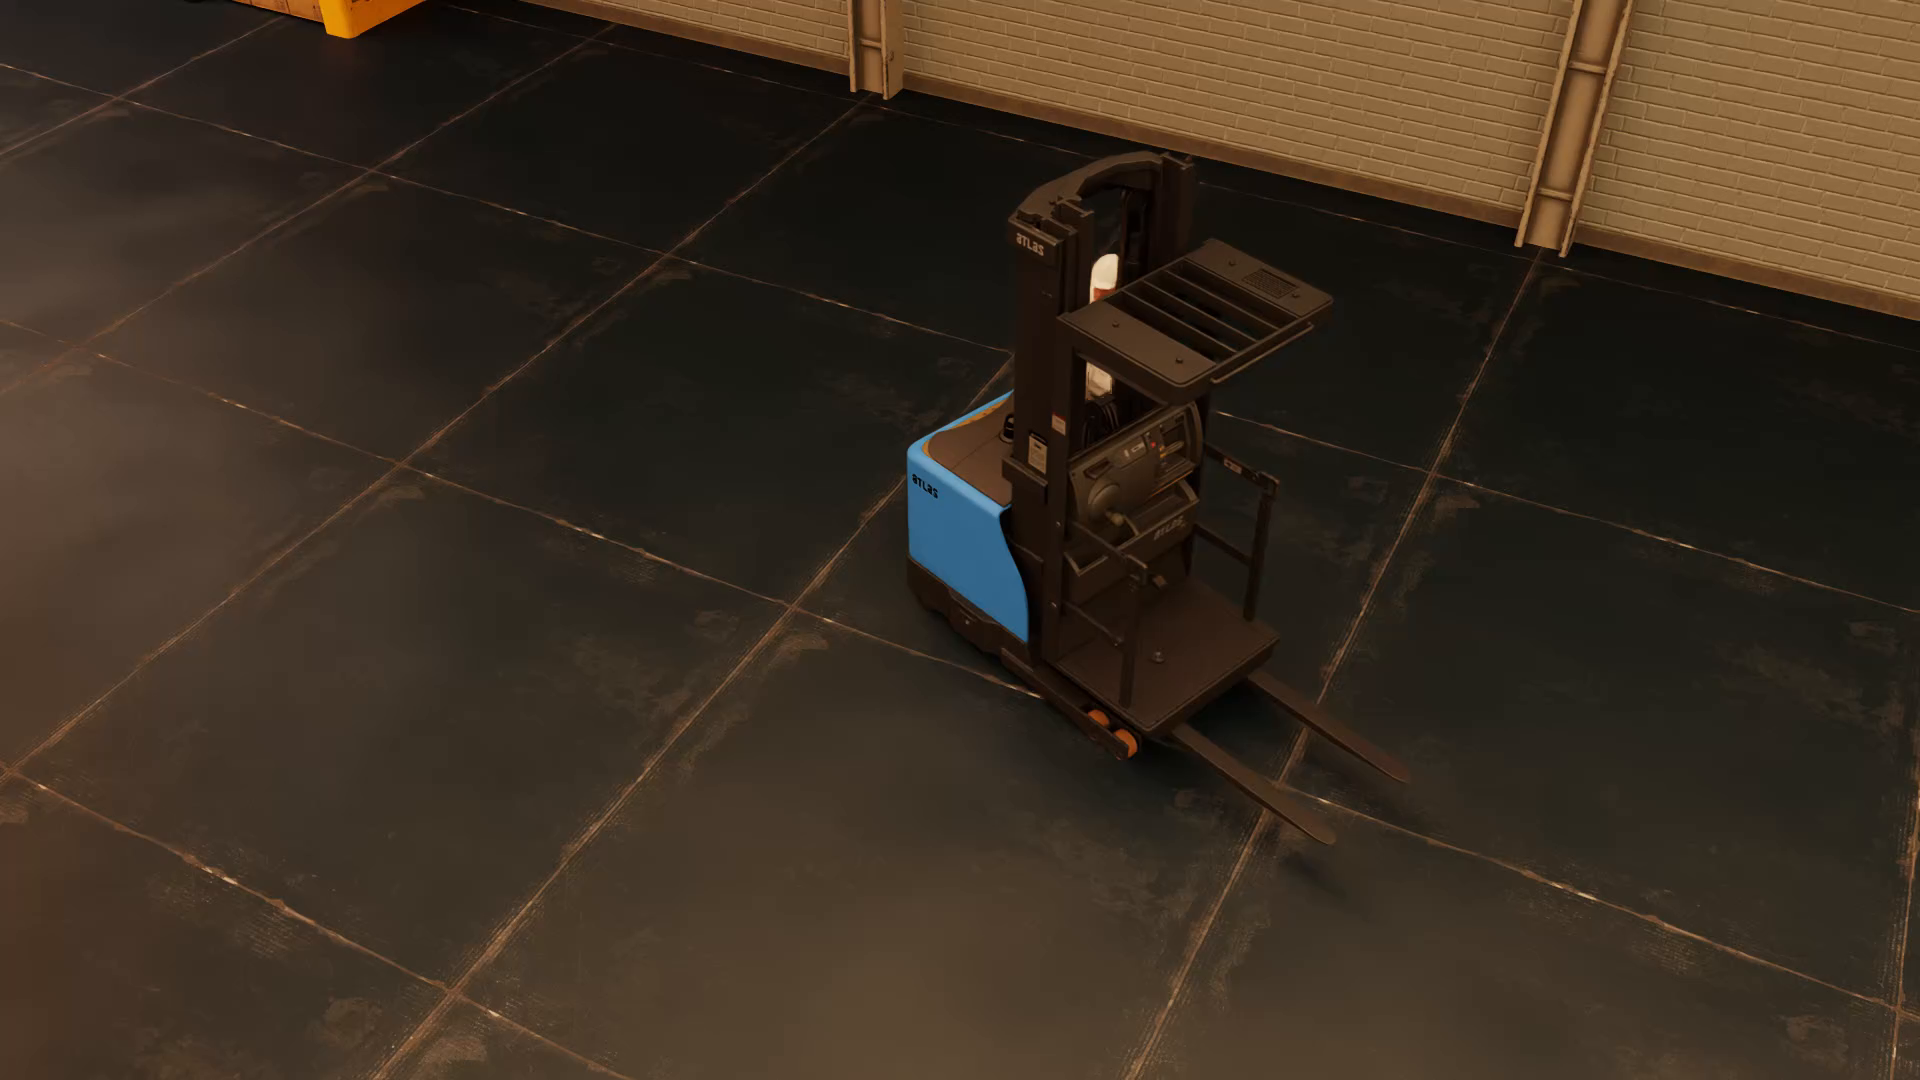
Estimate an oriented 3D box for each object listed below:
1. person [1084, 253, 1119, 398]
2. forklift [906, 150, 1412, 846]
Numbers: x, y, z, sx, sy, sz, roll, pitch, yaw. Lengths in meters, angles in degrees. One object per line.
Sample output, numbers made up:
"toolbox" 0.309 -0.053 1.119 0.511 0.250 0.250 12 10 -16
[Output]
"person" 0.876 -0.951 10.027 0.386 1.762 0.792 -33 50 -33
"forklift" 1.047 -0.322 8.369 1.130 2.935 3.031 -30 49 -31
